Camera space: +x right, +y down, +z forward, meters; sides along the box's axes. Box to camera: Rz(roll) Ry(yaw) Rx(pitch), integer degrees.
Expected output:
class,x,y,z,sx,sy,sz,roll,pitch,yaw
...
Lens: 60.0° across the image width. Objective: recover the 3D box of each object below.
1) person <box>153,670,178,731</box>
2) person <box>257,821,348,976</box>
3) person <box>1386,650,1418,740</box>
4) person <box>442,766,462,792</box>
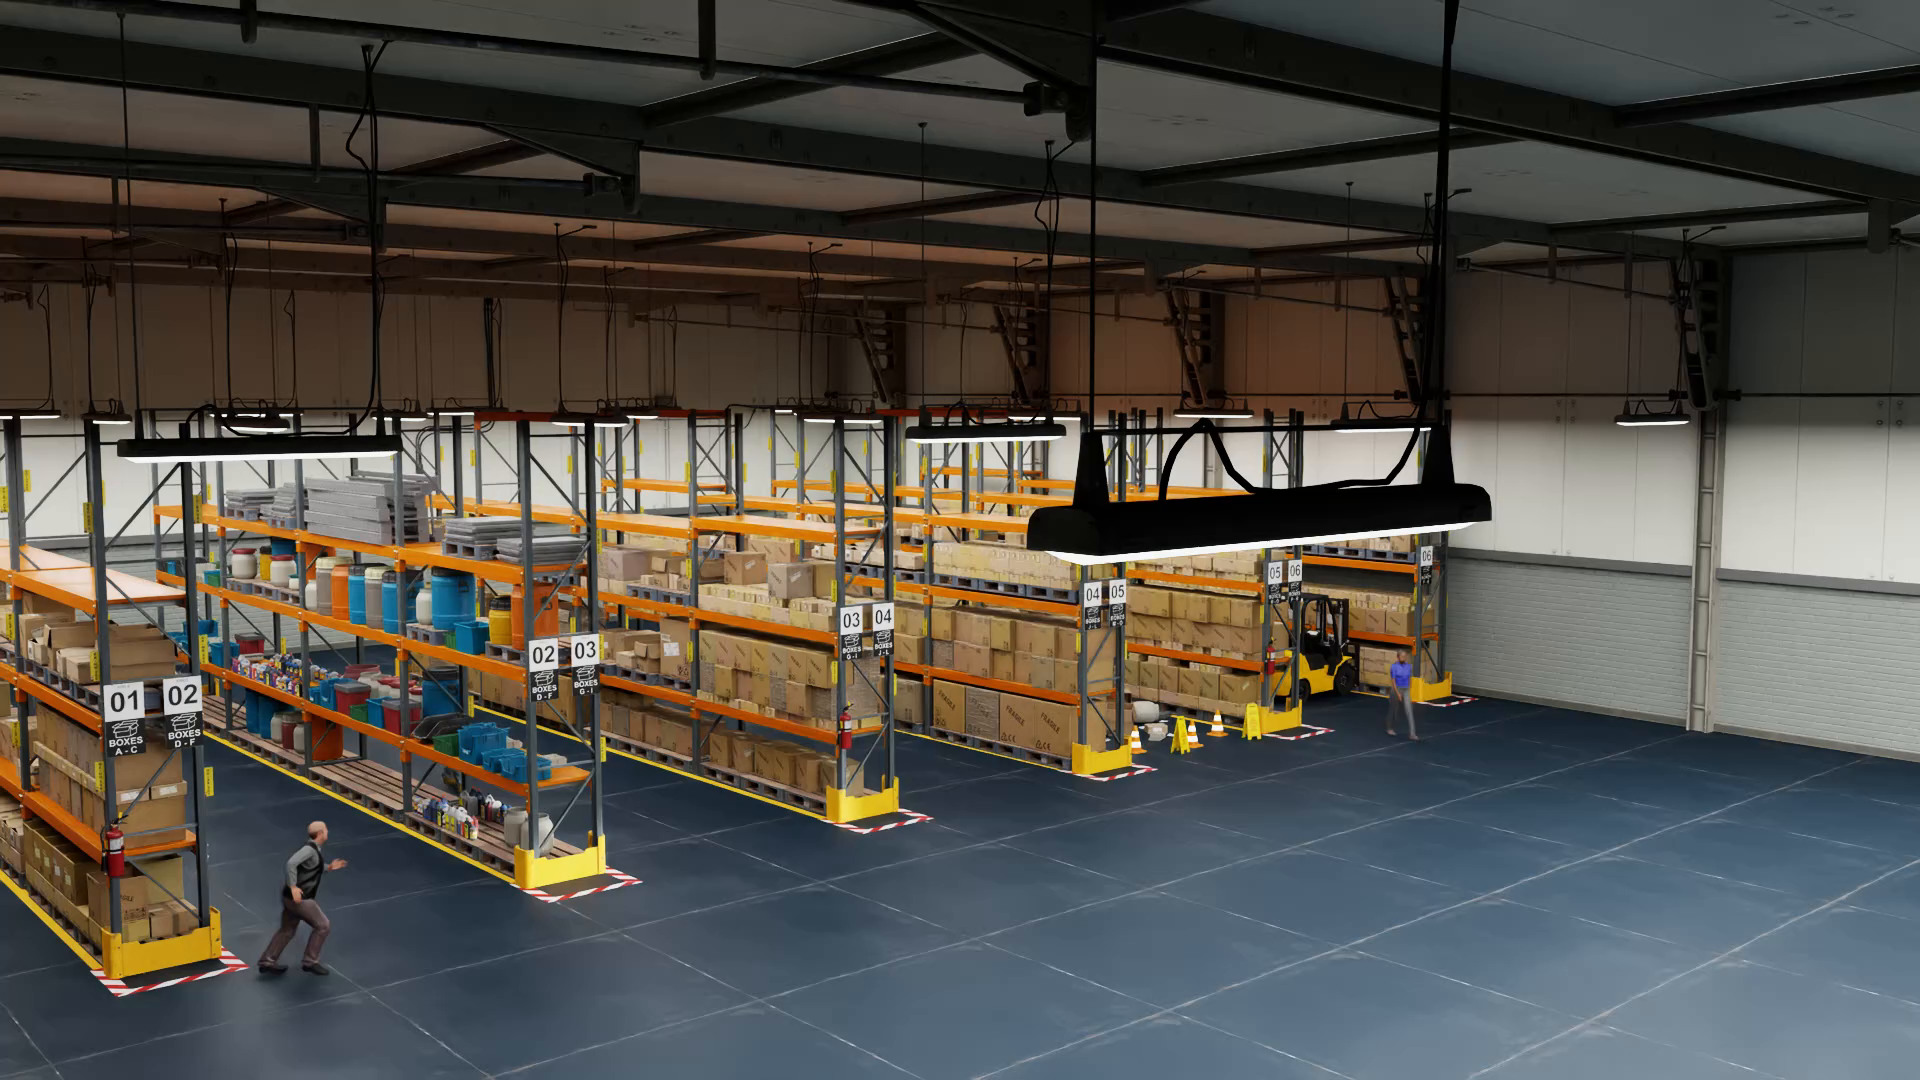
class,x,y,z,sx,sy,sz,roll,pitch,yaw
person,-14.283,2.873,29.862,0.492,1.656,0.687,-2,5,-24
person,-7.184,3.912,18.148,0.957,1.638,0.707,-2,5,-20
person,8.139,2.830,30.594,0.449,1.631,0.801,0,5,0
person,-8.074,3.113,26.687,0.783,1.764,0.609,2,5,22
